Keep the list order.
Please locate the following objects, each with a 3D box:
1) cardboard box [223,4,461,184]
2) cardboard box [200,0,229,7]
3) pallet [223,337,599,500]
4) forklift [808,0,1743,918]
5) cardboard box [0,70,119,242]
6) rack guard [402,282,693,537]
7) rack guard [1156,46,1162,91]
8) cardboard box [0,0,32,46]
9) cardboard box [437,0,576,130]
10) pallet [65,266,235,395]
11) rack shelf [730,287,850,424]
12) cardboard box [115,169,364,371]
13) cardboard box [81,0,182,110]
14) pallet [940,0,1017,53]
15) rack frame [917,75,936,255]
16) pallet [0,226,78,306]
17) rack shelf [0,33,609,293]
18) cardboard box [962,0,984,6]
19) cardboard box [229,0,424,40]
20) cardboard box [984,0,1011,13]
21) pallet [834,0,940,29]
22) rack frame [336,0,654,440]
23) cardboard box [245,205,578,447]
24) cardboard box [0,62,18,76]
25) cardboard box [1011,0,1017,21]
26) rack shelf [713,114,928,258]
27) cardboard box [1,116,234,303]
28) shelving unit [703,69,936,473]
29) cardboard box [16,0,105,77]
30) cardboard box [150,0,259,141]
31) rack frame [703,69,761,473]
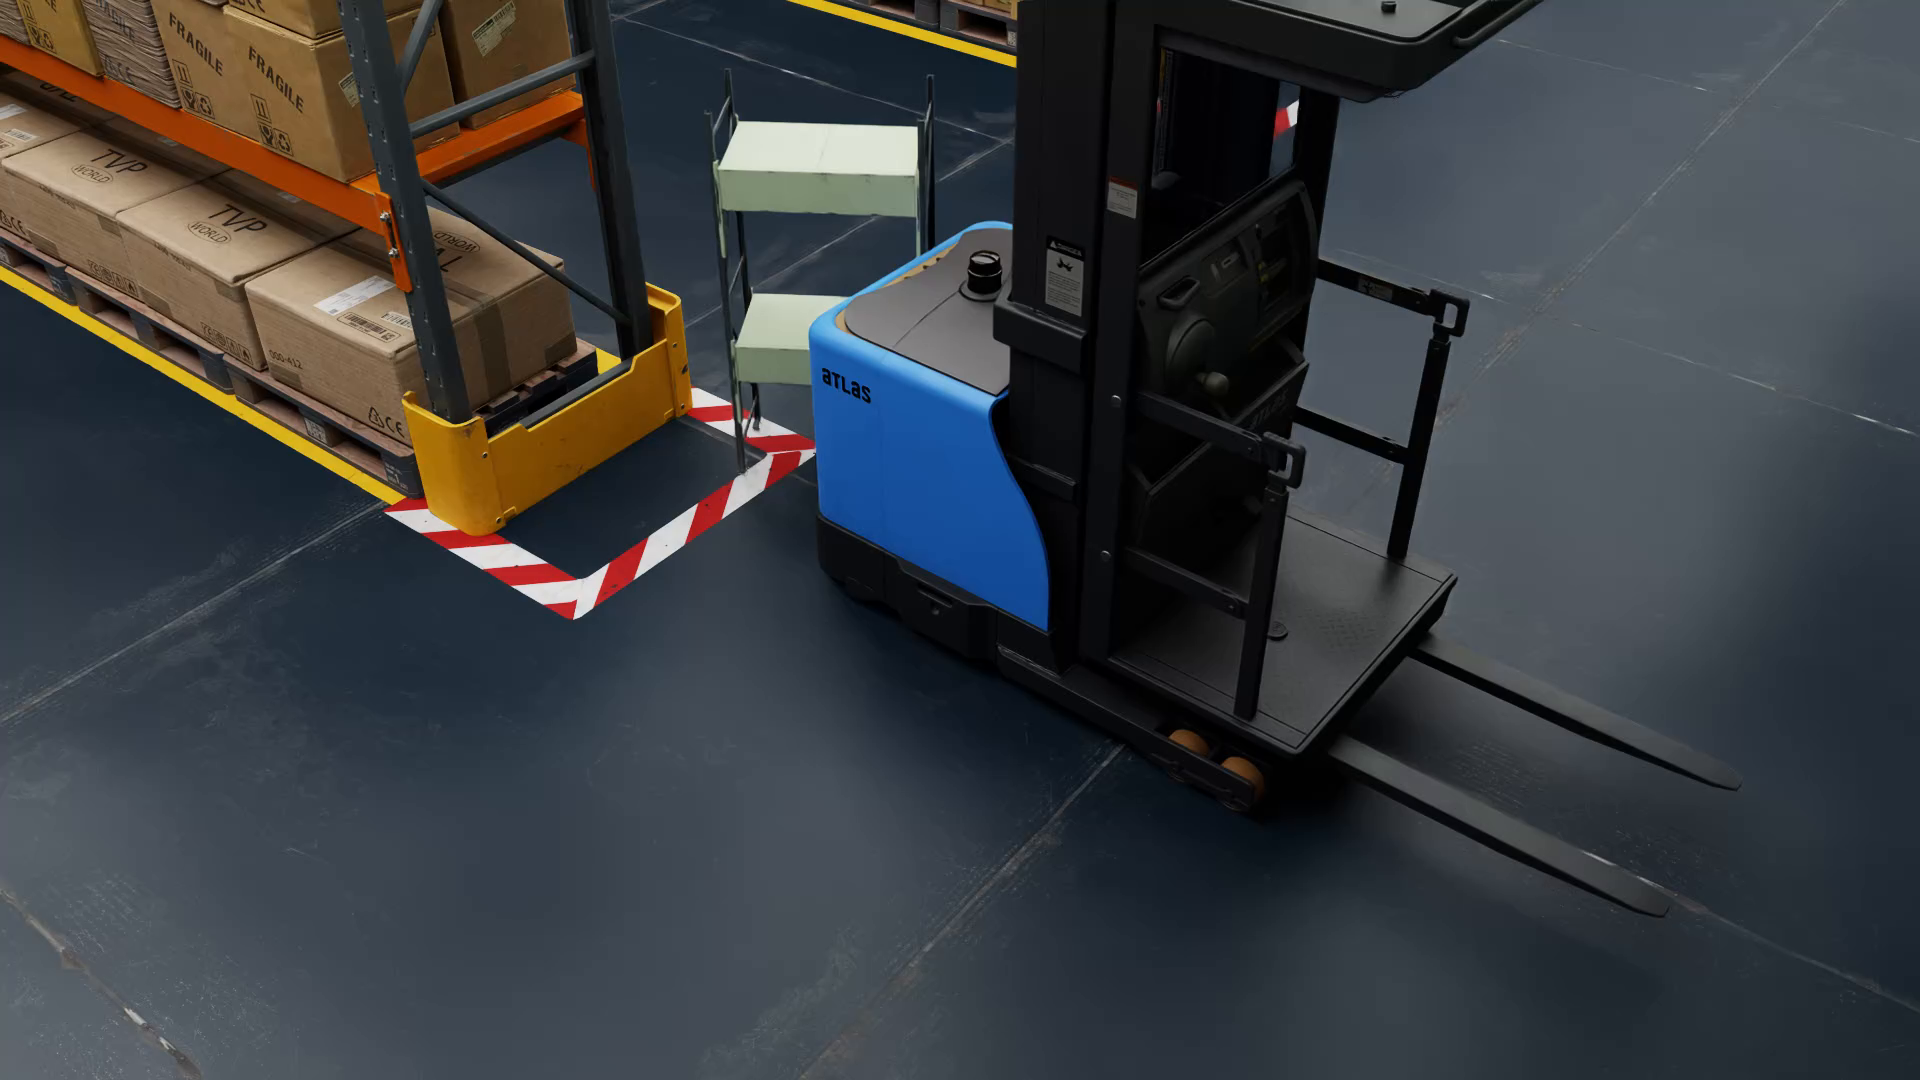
[{"bbox_3d":[-2.147,-1.626,5.813,0.500,0.500,0.500,26,45,29],"label":"cardboard box"},{"bbox_3d":[-2.563,-2.214,5.753,0.500,0.500,0.500,25,45,29],"label":"cardboard box"},{"bbox_3d":[-2.285,-0.699,6.971,1.213,0.211,1.003,25,45,29],"label":"pallet"},{"bbox_3d":[0.954,-0.685,4.747,3.031,2.935,1.130,26,45,29],"label":"forklift"},{"bbox_3d":[-4.346,-1.903,7.985,0.875,0.438,0.875,25,44,28],"label":"cardboard box"},{"bbox_3d":[-1.584,-0.542,6.537,0.348,0.500,1.175,25,45,29],"label":"rack guard"},{"bbox_3d":[1.264,-3.042,9.729,0.348,0.500,1.175,25,45,29],"label":"rack guard"},{"bbox_3d":[-3.778,-2.389,6.787,0.500,0.500,0.500,26,45,29],"label":"cardboard box"},{"bbox_3d":[-1.810,-1.895,6.157,0.500,0.500,0.500,25,44,28],"label":"cardboard box"},{"bbox_3d":[-3.250,-1.156,7.555,1.213,0.211,1.003,25,45,29],"label":"pallet"},{"bbox_3d":[-0.485,-0.706,6.462,0.720,0.370,0.431,3,38,3],"label":"rack shelf"},{"bbox_3d":[-2.920,-1.229,7.124,0.875,0.438,0.875,27,45,30],"label":"cardboard box"},{"bbox_3d":[-2.951,-2.009,6.302,0.500,0.500,0.500,27,45,30],"label":"cardboard box"},{"bbox_3d":[0.640,-3.249,10.229,1.213,0.211,1.003,25,45,29],"label":"pallet"},{"bbox_3d":[-0.119,-0.947,6.241,0.023,1.500,0.400,3,38,3],"label":"rack frame"},{"bbox_3d":[-4.224,-1.613,8.139,1.213,0.211,1.003,25,45,29],"label":"pallet"},{"bbox_3d":[-3.191,-2.001,6.957,4.000,0.370,1.077,25,45,29],"label":"rack shelf"},{"bbox_3d":[0.152,-3.409,10.143,0.250,0.149,0.380,26,45,29],"label":"cardboard box"},{"bbox_3d":[-2.130,-2.033,5.521,0.500,0.500,0.500,27,45,30],"label":"cardboard box"},{"bbox_3d":[0.356,-3.323,10.033,0.250,0.149,0.380,25,44,28],"label":"cardboard box"},{"bbox_3d":[-0.325,-3.707,10.813,1.213,0.211,1.003,25,45,29],"label":"pallet"},{"bbox_3d":[-1.603,-1.536,5.778,0.127,3.000,1.000,25,45,29],"label":"rack frame"},{"bbox_3d":[-2.188,-0.890,6.692,0.875,0.438,0.875,24,44,27],"label":"cardboard box"},{"bbox_3d":[-5.321,-2.556,8.464,0.875,0.875,0.875,27,45,30],"label":"cardboard box"},{"bbox_3d":[0.514,-3.182,9.853,0.250,0.149,0.380,27,45,30],"label":"cardboard box"},{"bbox_3d":[-0.484,-1.272,6.024,0.720,0.370,0.431,3,38,3],"label":"rack shelf"},{"bbox_3d":[-3.635,-1.568,7.557,0.875,0.438,0.875,24,44,27],"label":"cardboard box"},{"bbox_3d":[-0.484,-0.964,6.263,0.755,1.500,0.431,3,38,3],"label":"shelving unit"},{"bbox_3d":[-3.369,-2.196,6.541,0.500,0.500,0.500,27,45,30],"label":"cardboard box"},{"bbox_3d":[-2.536,-1.821,6.062,0.500,0.500,0.500,24,44,28],"label":"cardboard box"},{"bbox_3d":[-0.849,-0.981,6.284,0.023,1.500,0.400,3,38,3],"label":"rack frame"}]
